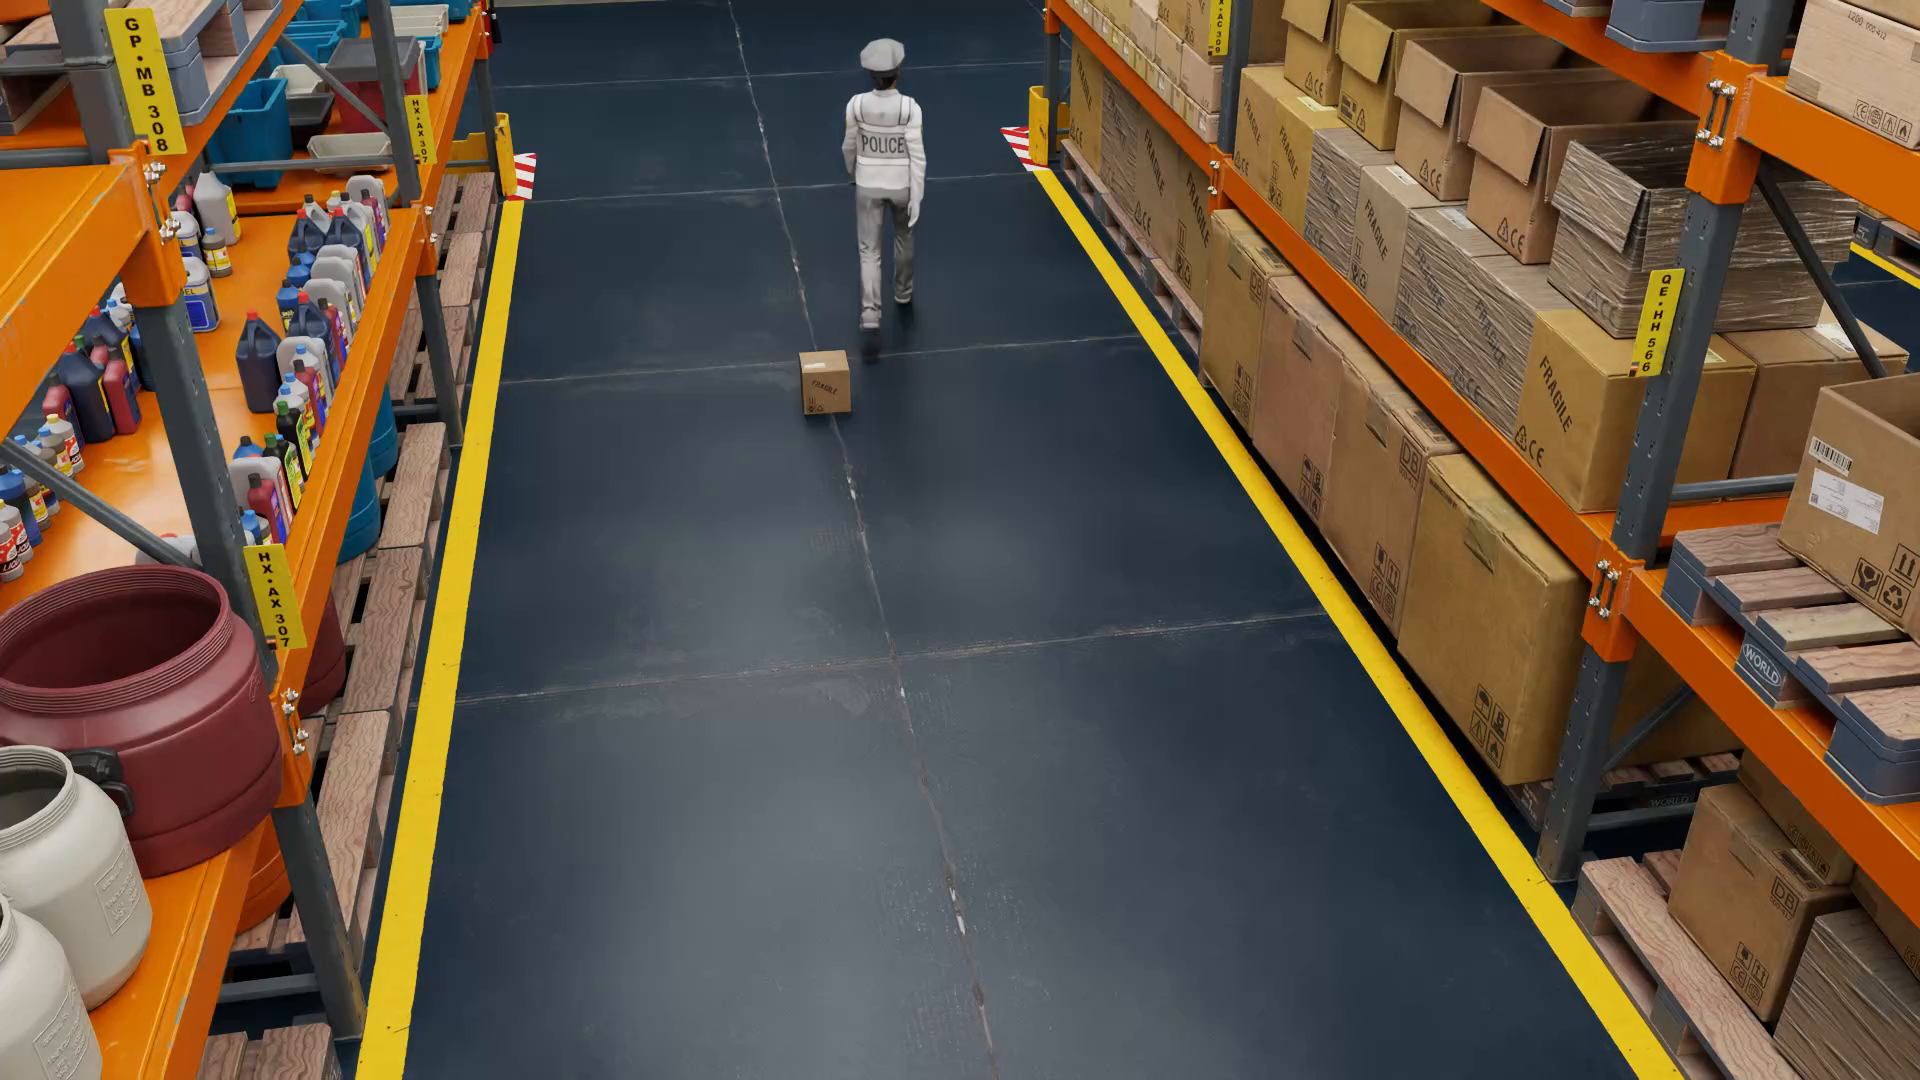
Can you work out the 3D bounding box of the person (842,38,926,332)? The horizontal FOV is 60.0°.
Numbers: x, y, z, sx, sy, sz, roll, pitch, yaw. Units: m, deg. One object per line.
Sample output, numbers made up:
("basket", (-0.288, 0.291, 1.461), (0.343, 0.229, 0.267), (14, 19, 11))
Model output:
("person", (-0.431, -2.031, 9.497), (0.479, 1.637, 0.976), (-1, 31, -1))
